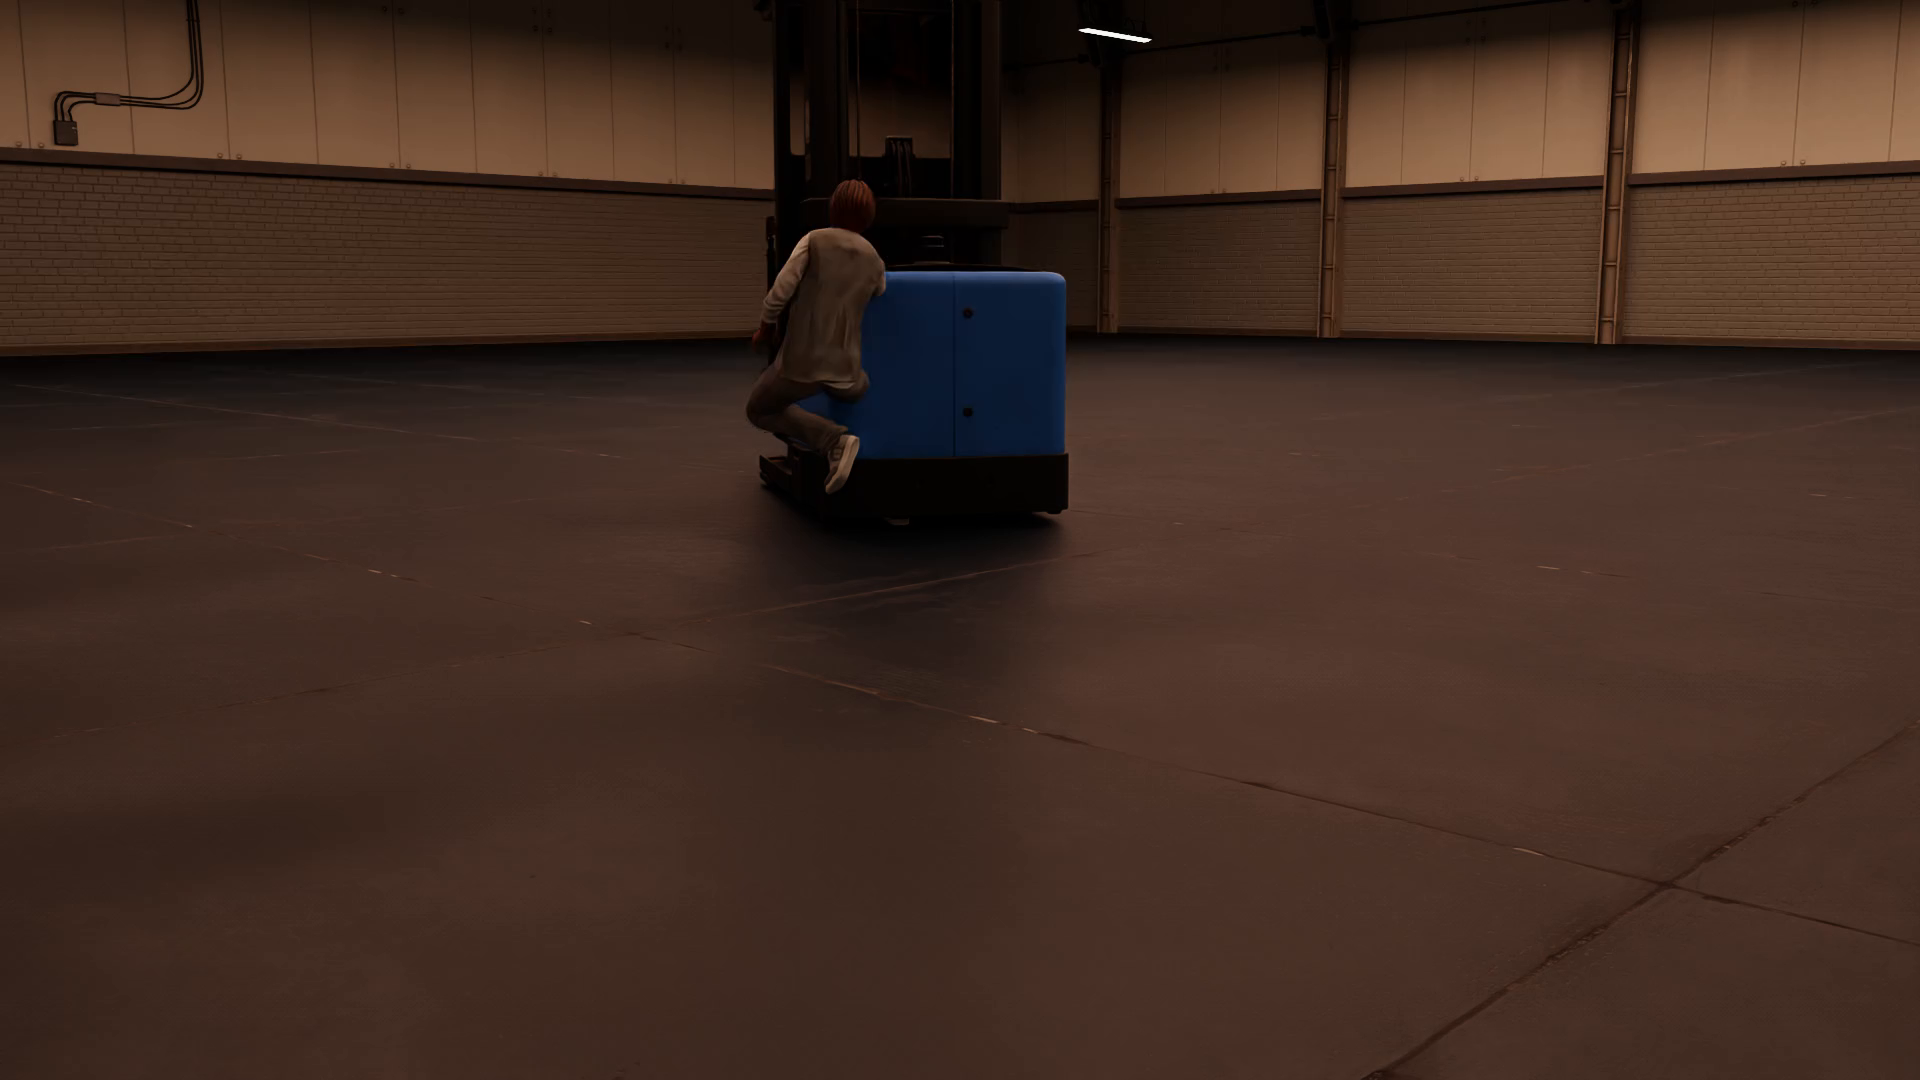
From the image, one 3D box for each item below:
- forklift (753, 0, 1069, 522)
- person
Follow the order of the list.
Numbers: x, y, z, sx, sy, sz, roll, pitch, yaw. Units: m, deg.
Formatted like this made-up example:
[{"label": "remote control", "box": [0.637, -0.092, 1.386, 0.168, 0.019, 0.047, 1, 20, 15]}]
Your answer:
[{"label": "forklift", "box": [-0.404, -1.703, 8.183, 1.130, 2.935, 3.031, -2, 9, -15]}, {"label": "person", "box": [-0.526, -0.751, 6.869, 0.694, 1.425, 0.662, -4, 9, -23]}]
